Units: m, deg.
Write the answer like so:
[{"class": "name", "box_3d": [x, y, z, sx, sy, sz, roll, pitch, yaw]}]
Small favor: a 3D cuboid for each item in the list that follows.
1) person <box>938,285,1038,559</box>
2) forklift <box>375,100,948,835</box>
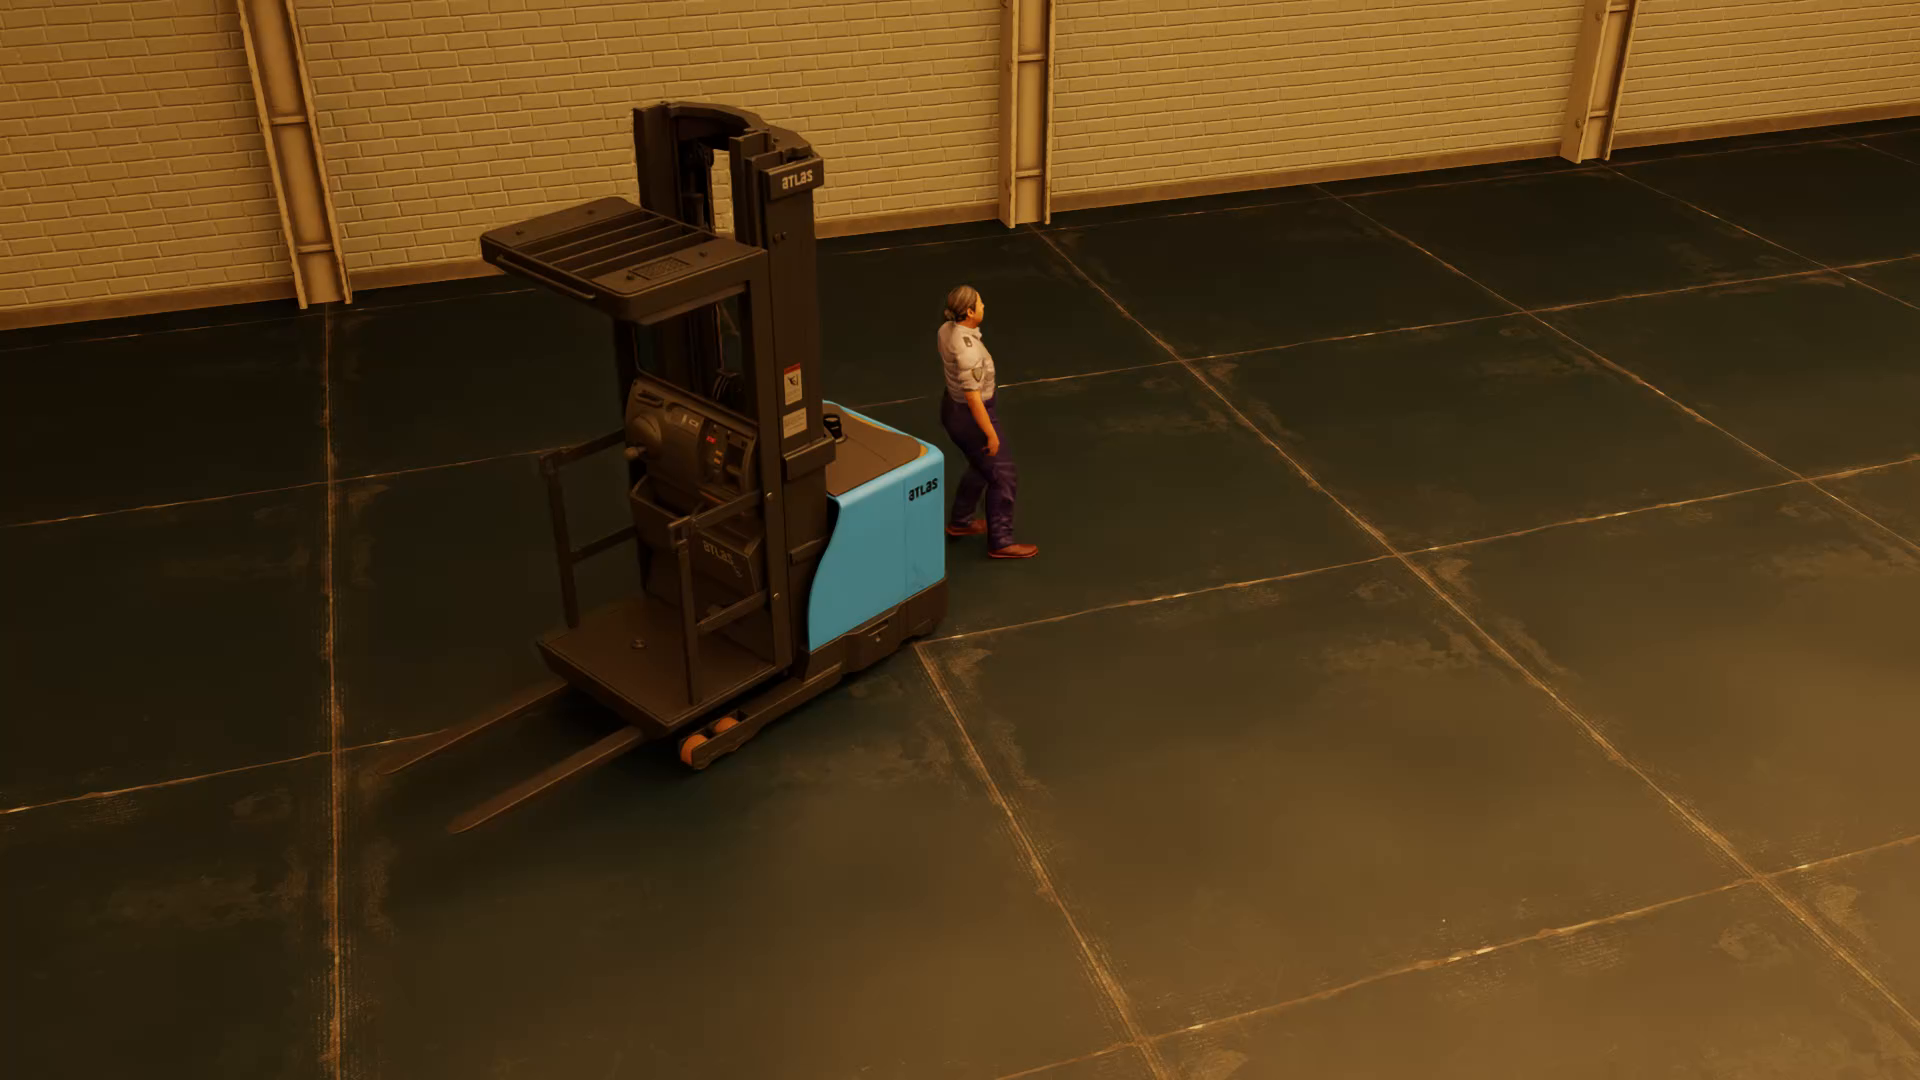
[{"class": "person", "box_3d": [0.155, -0.707, 9.649, 0.516, 1.635, 0.620, -7, 31, -12]}, {"class": "forklift", "box_3d": [-1.442, -0.444, 7.858, 1.130, 2.935, 3.031, 25, 38, 36]}]
